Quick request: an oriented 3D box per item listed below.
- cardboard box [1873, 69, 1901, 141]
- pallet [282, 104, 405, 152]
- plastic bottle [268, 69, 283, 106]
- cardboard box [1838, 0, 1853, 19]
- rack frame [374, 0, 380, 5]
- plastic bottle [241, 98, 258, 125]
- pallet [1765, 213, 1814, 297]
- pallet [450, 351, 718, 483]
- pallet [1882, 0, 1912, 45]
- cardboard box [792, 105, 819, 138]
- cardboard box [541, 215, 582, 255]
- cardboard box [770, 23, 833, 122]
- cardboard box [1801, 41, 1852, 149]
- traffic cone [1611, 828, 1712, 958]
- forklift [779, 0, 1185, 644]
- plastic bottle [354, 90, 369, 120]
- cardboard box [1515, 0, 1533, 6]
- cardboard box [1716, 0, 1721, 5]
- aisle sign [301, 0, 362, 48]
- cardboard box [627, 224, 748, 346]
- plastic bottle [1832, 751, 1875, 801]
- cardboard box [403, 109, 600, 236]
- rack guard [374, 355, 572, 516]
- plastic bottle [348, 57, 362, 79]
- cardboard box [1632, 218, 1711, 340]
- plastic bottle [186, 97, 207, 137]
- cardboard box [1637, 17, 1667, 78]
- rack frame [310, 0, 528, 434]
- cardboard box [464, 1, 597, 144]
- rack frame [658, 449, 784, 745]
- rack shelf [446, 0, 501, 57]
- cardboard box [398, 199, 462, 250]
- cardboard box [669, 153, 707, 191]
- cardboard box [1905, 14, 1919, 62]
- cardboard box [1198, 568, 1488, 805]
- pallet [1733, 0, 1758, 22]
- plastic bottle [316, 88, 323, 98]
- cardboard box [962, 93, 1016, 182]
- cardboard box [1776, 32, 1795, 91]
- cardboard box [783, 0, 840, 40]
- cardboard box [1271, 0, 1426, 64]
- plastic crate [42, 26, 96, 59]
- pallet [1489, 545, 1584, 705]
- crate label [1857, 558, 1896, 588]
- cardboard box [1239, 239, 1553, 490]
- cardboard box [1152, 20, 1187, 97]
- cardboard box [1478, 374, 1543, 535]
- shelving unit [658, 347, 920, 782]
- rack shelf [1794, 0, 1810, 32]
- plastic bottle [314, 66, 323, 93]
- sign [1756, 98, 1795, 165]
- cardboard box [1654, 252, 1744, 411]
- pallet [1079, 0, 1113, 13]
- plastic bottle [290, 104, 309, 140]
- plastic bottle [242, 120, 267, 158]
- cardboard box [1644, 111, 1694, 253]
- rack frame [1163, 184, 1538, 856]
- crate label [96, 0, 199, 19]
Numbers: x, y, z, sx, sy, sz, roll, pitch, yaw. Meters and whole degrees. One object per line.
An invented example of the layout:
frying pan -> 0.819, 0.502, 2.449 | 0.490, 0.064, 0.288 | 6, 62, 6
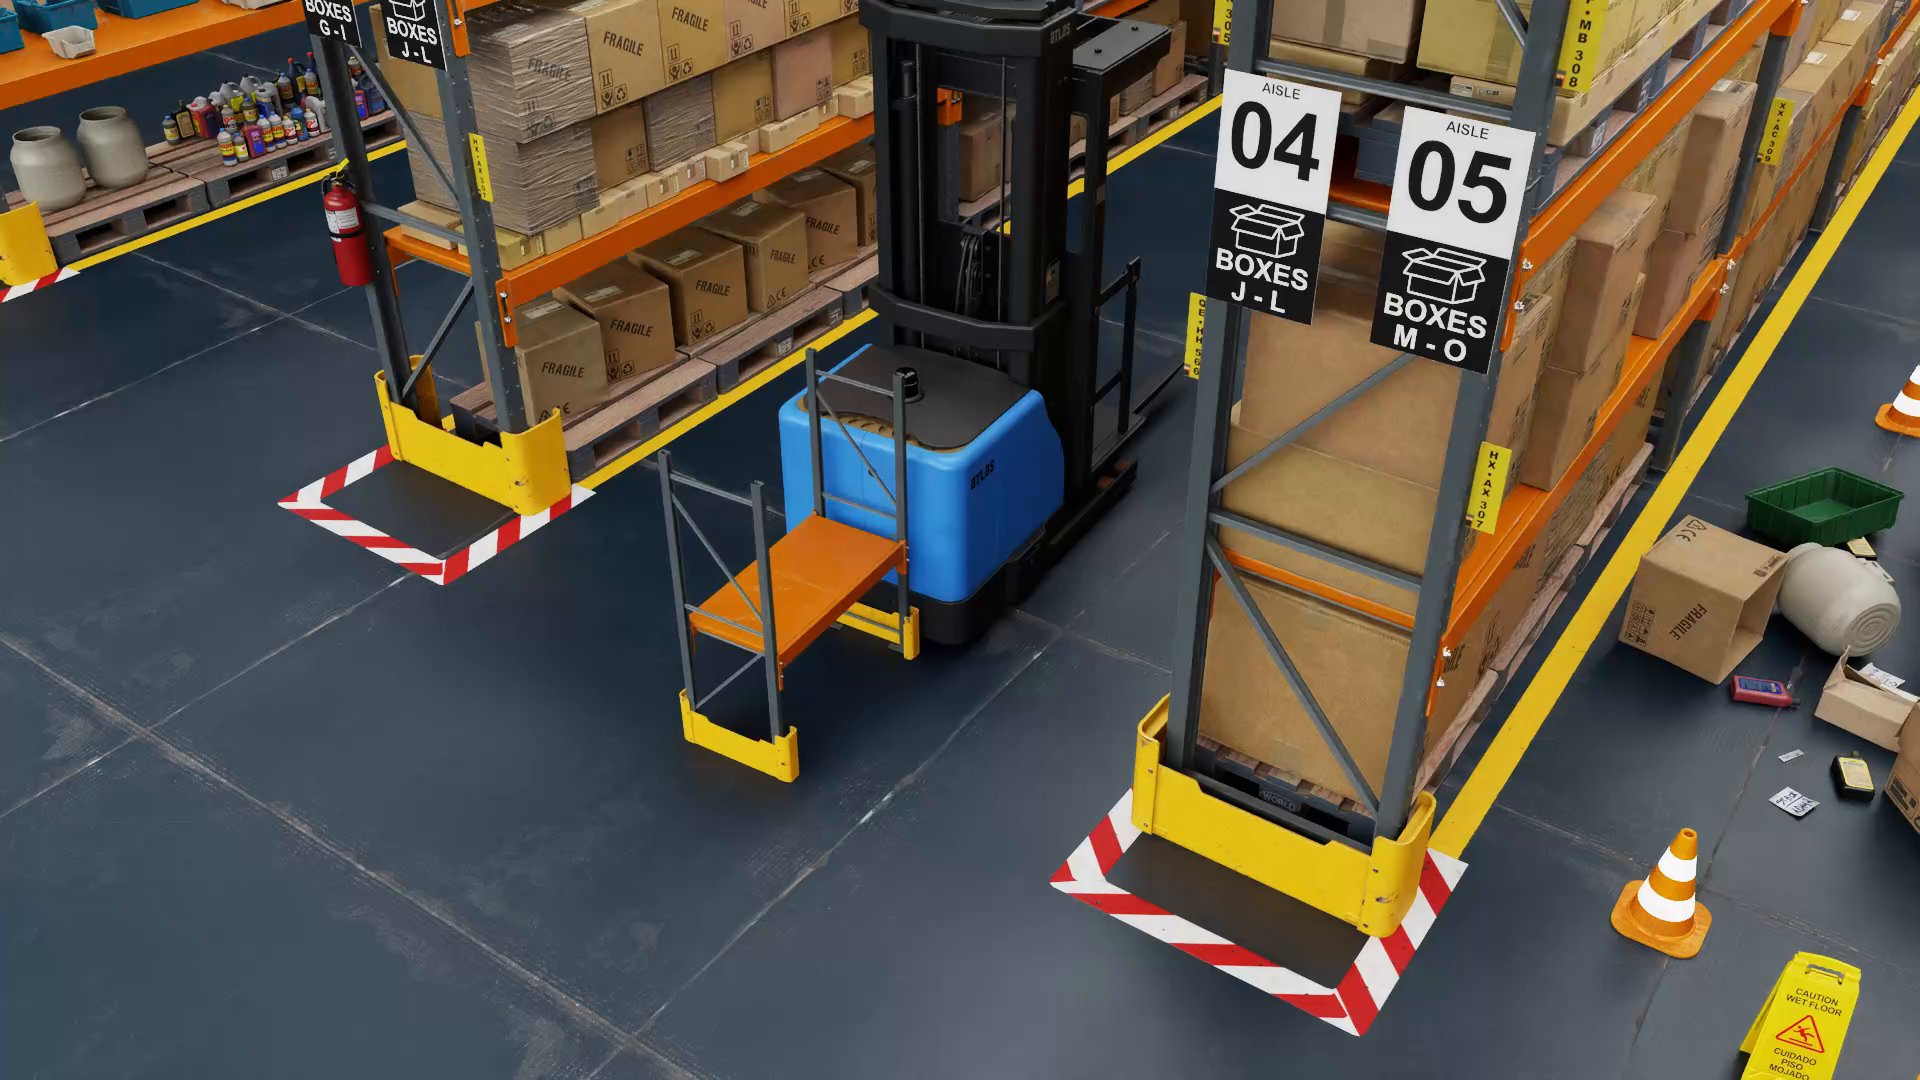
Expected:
cardboard box -> 7.034, -3.492, 13.093 | 0.500, 0.500, 0.500 | 20, 39, 27
pallet -> -4.936, -3.561, 13.827 | 1.003, 0.211, 1.213 | 21, 39, 28
plastic bottle -> -5.556, -3.680, 13.546 | 0.061, 0.283, 0.133 | 23, 40, 30
cardboard box -> 5.297, -3.659, 10.501 | 0.700, 0.500, 0.500 | 21, 39, 28
rack frame -> -4.519, -5.012, 13.483 | 1.000, 3.000, 0.127 | 21, 39, 28
plastic bottle -> -5.652, -3.409, 13.219 | 0.097, 0.201, 0.097 | 0, 34, 0
pallet -> 5.337, -2.146, 11.735 | 1.003, 0.211, 1.213 | 21, 39, 28
pallet -> -2.195, -0.831, 9.791 | 1.003, 0.211, 1.213 | 21, 39, 28
pallet -> 6.167, -3.922, 12.043 | 1.213, 0.211, 1.003 | 21, 39, 28
cardboard box -> -1.084, -2.573, 10.102 | 0.380, 0.149, 0.250 | 21, 39, 28
cardboard box -> -2.214, -1.649, 8.734 | 0.380, 0.149, 0.250 | 21, 39, 28
cardboard box -> -1.273, -2.926, 10.044 | 0.875, 0.500, 0.500 | 21, 39, 28
cardboard box -> 4.953, -2.692, 9.963 | 0.500, 0.500, 0.500 | 22, 40, 29
traffic cone -> 2.756, 1.302, 6.412 | 0.336, 0.463, 0.334 | 21, 39, 28
forklift -> 0.319, -1.515, 8.374 | 1.130, 2.935, 3.031 | 18, 38, 25
plastic bottle -> -4.817, -3.504, 13.285 | 0.061, 0.283, 0.133 | 24, 41, 31
cardboard box -> 1.738, -1.694, 4.948 | 0.380, 0.149, 0.250 | 22, 40, 29
cardboard box -> 2.753, -2.180, 6.379 | 0.380, 0.149, 0.250 | 21, 39, 28
aisle sign -> -3.012, -2.733, 7.793 | 0.394, 0.787, 0.004 | 21, 39, 28
cardboard box -> -1.675, -1.577, 10.261 | 0.500, 0.500, 0.500 | 25, 42, 32
plastic bottle -> 3.862, 1.010, 7.202 | 0.133, 0.061, 0.283 | 8, 35, 12
cardboard box -> -2.394, -1.998, 8.672 | 0.875, 0.500, 0.500 | 21, 39, 28
rack guard -> -2.687, -0.588, 9.174 | 1.175, 0.500, 0.348 | 21, 39, 28
plastic bottle -> -5.118, -3.981, 14.065 | 0.097, 0.201, 0.097 | 0, 34, 0
cardboard box -> 3.072, -1.427, 8.049 | 0.875, 0.550, 0.550 | 21, 39, 28
plastic bottle -> -5.946, -3.317, 13.016 | 0.152, 0.276, 0.135 | 22, 40, 29
cardboard box -> 2.178, -1.717, 5.693 | 0.380, 0.149, 0.250 | 22, 40, 29
rack frame -> -2.730, -1.589, 8.422 | 1.000, 3.000, 0.127 | 21, 39, 28
cardboard box -> -2.193, -2.334, 8.276 | 0.500, 0.500, 0.500 | 21, 39, 28
rack frame -> -0.975, 0.339, 6.910 | 0.500, 1.500, 0.032 | 18, 38, 25
rack shelf -> -1.590, -3.454, 9.144 | 1.077, 0.370, 4.000 | 21, 39, 28
cardboard box -> -2.737, -1.682, 8.783 | 0.380, 0.149, 0.250 | 21, 39, 28
cardboard box -> -1.665, -2.117, 9.427 | 0.380, 0.149, 0.250 | 21, 39, 28
cardboard box -> 7.318, -4.026, 13.213 | 0.500, 0.250, 0.500 | 19, 39, 26
cardboard box -> 1.619, 0.415, 6.980 | 0.875, 0.875, 0.875 | 21, 40, 28
pallet -> 3.092, -2.631, 7.365 | 1.003, 0.211, 1.213 | 21, 39, 28
plastic bottle -> -5.041, -3.464, 13.227 | 0.061, 0.283, 0.133 | 21, 39, 28
cardboard box -> 0.206, -3.066, 12.444 | 0.700, 0.500, 0.500 | 21, 39, 28
cardboard box -> 4.137, -2.722, 9.116 | 0.700, 0.500, 0.500 | 21, 39, 27
cardboard box -> -1.050, -3.253, 9.635 | 0.500, 0.500, 0.500 | 21, 39, 28
cardboard box -> 1.336, -1.791, 5.448 | 0.500, 0.250, 0.500 | 22, 40, 29
plastic crate -> -6.025, -3.371, 11.292 | 0.298, 0.136, 0.250 | 21, 39, 28
pallet -> 2.375, 0.245, 8.199 | 1.003, 0.211, 1.213 | 21, 39, 28
crate label -> 4.502, 0.207, 8.322 | 0.298, 0.136, 0.250 | -3, 34, -4
cardboard box -> 1.530, -0.626, 5.900 | 0.875, 0.550, 0.550 | 21, 39, 28
cardboard box -> 1.466, -4.102, 13.977 | 0.700, 0.500, 0.500 | 19, 38, 26
cardboard box -> 1.757, -0.465, 6.627 | 0.875, 0.550, 0.550 | 21, 39, 28
shelving unit -> -0.712, 0.089, 7.280 | 0.587, 1.500, 1.083 | 18, 38, 25
rack shelf -> 4.708, -3.664, 9.455 | 1.077, 0.370, 4.000 | 21, 39, 28
plastic bottle -> -5.201, -3.812, 13.681 | 0.144, 0.351, 0.185 | 21, 39, 28
sign -> 4.024, -2.014, 8.206 | 0.100, 0.325, 0.005 | 21, 39, 28
cardboard box -> 3.848, -1.355, 9.710 | 1.050, 0.750, 0.750 | 21, 39, 28
pallet -> 0.736, -4.267, 12.553 | 1.003, 0.211, 1.213 | 21, 39, 28
plastic bottle -> -5.141, -3.255, 12.928 | 0.097, 0.271, 0.097 | 0, 34, 0
plastic bottle -> -5.365, -3.061, 12.631 | 0.061, 0.283, 0.133 | 22, 40, 29
cardboard box -> 2.690, -1.655, 7.421 | 0.875, 0.550, 0.550 | 21, 39, 28
rack frame -> 1.287, 0.042, 6.010 | 1.000, 3.000, 0.127 | 21, 39, 28
crate label -> -5.972, -4.119, 12.131 | 0.502, 0.435, 0.616 | 21, 39, 28
